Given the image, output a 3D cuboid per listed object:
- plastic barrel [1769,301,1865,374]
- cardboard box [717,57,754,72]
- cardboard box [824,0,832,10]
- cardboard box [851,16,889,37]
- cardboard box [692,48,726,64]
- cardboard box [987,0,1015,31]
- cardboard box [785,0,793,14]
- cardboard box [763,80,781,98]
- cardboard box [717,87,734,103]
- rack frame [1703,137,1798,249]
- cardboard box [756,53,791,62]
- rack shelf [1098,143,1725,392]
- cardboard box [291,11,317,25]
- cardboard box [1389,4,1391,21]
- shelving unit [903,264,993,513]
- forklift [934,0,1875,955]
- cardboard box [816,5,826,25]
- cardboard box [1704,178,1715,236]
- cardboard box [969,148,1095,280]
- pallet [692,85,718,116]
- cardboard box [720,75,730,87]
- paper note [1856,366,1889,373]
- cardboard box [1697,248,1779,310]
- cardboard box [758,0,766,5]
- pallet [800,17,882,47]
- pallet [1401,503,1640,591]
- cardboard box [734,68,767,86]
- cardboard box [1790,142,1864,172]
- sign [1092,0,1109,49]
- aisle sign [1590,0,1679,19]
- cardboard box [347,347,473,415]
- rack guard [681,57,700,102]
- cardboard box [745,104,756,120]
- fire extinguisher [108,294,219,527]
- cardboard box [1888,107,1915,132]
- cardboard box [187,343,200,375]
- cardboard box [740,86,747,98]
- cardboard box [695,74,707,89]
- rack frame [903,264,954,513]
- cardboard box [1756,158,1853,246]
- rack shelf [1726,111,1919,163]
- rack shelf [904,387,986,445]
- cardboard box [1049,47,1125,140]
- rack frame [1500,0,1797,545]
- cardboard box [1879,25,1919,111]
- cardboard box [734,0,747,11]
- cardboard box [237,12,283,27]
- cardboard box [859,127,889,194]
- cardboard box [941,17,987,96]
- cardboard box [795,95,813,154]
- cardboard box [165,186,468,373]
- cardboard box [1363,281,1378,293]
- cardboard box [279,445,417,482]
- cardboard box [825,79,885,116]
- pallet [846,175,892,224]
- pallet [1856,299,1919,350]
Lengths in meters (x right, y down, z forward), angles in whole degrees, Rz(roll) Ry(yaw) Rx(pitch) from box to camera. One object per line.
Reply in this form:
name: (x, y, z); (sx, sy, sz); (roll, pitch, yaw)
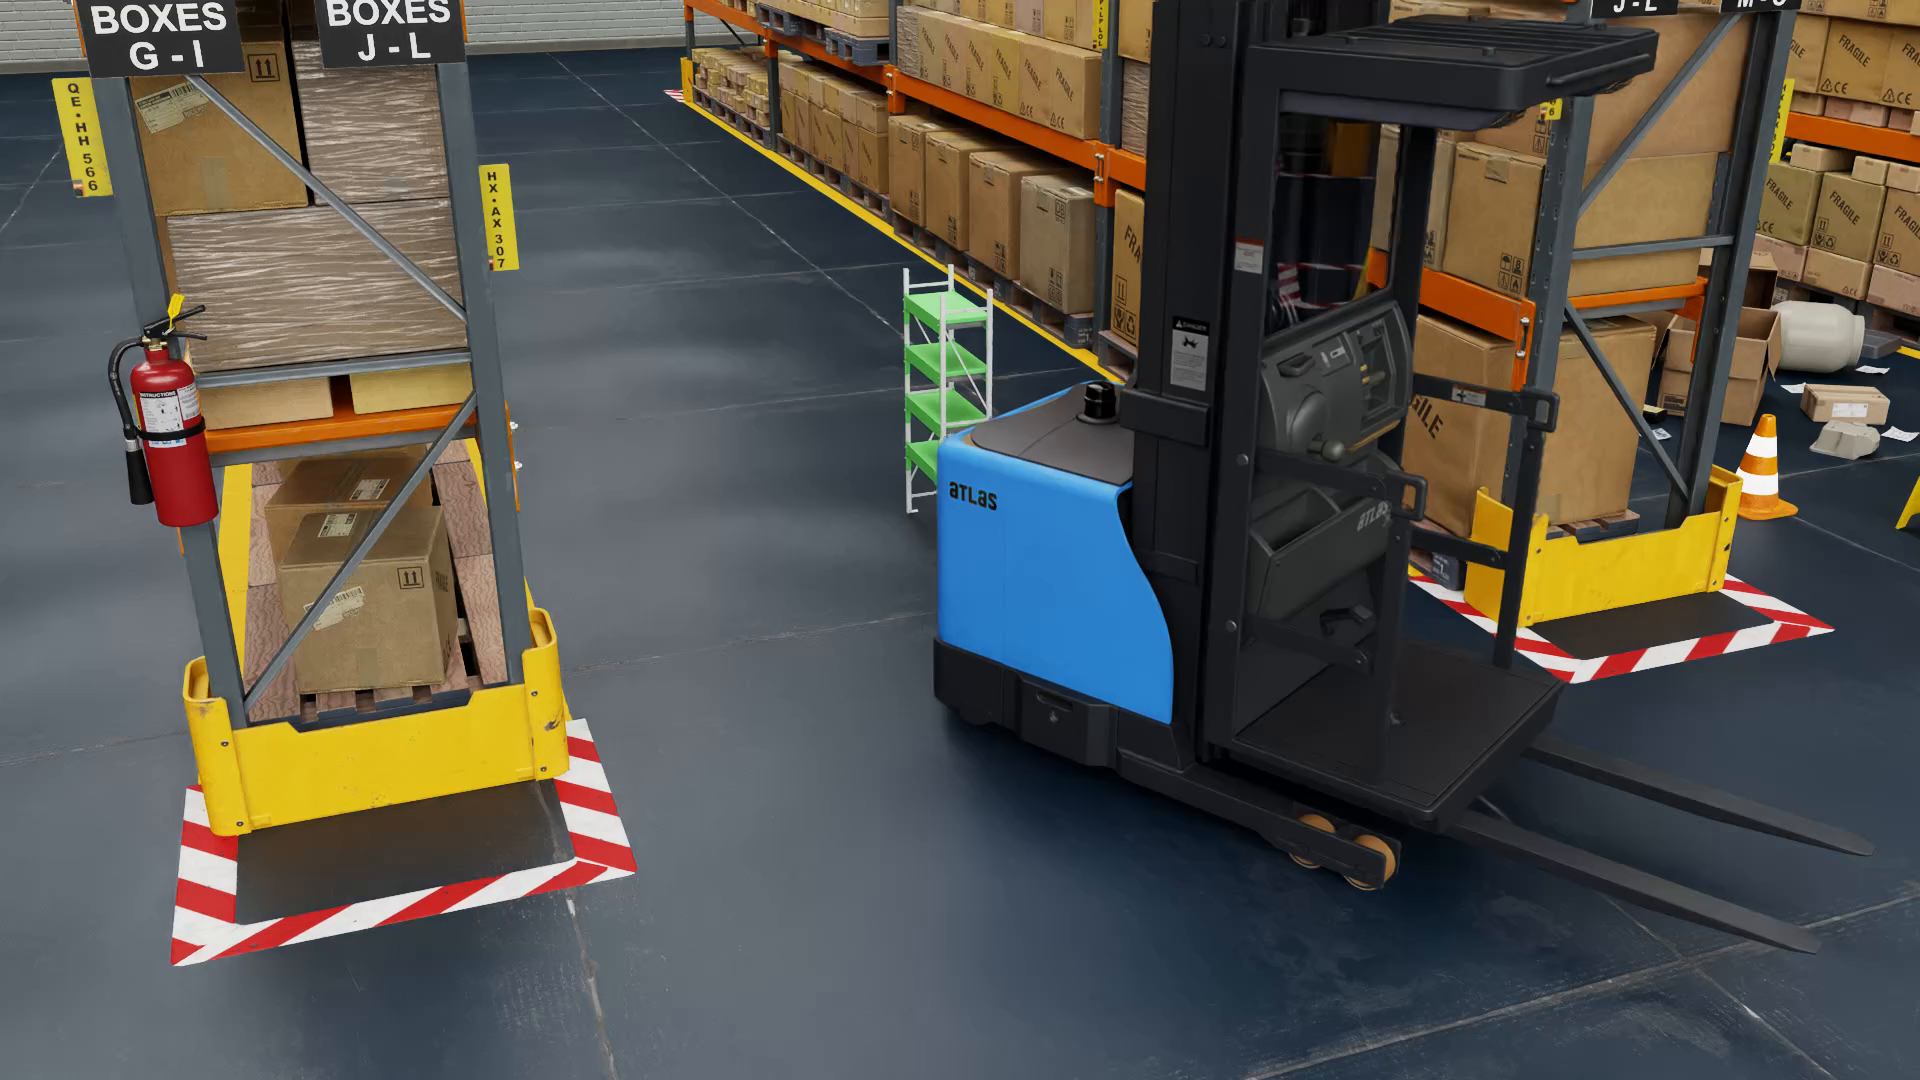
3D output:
plastic barrel: (5.190, -1.234, 10.134); (0.512, 0.421, 0.421); (8, 24, 18)
cardboard box: (-2.611, -5.520, 19.348); (0.380, 0.149, 0.250); (-7, 24, -17)
cardboard box: (-0.965, -4.685, 14.402); (0.380, 0.149, 0.250); (-8, 24, -19)
cardboard box: (-0.690, -4.264, 13.787); (0.380, 0.149, 0.250); (-8, 24, -18)
cardboard box: (-3.044, -5.893, 20.235); (0.380, 0.149, 0.250); (-10, 25, -21)
cardboard box: (0.608, -3.857, 11.622); (0.700, 0.500, 0.500); (-9, 24, -20)
cardboard box: (-1.424, -5.020, 15.580); (0.380, 0.149, 0.250); (-9, 25, -21)
cardboard box: (-1.868, -4.771, 17.571); (0.380, 0.149, 0.250); (-8, 24, -17)
cardboard box: (-2.589, -5.159, 19.258); (0.380, 0.149, 0.250); (-10, 25, -22)
rack frame: (5.923, -3.332, 11.794); (1.000, 3.000, 0.127); (-8, 24, -19)
cardboard box: (-2.210, -5.694, 19.762); (0.380, 0.149, 0.250); (-9, 25, -21)
rack shelf: (2.034, -1.558, 8.511); (1.077, 0.370, 4.000); (-8, 24, -19)
cardboard box: (-2.045, -1.583, 5.844); (0.500, 0.500, 0.500); (-8, 24, -19)
cardboard box: (2.295, -2.279, 7.712); (0.875, 0.550, 0.550); (-8, 24, -19)
shelving unit: (-0.058, -0.613, 7.660); (0.258, 1.200, 0.503); (-8, 24, -19)
forklift: (1.364, -0.495, 5.150); (3.031, 2.935, 1.130); (18, 29, 36)
cardboard box: (-1.048, -4.636, 14.670); (0.380, 0.149, 0.250); (-9, 25, -21)
cardboard box: (5.735, -2.505, 12.674); (0.950, 0.372, 0.625); (-8, 24, -18)
cardboard box: (0.687, -2.337, 11.789); (1.050, 0.750, 0.750); (-8, 24, -19)
pallet: (-2.631, -5.364, 20.204); (1.003, 0.211, 1.213); (-8, 24, -19)
cardboard box: (-2.582, -5.392, 19.428); (0.380, 0.149, 0.250); (-10, 25, -22)
paper note: (5.599, -1.049, 10.200); (0.142, 0.019, 0.148); (-18, 29, -37)
cardboard box: (5.028, -1.605, 10.912); (0.500, 0.500, 0.500); (8, 24, 18)
cardboard box: (-1.790, -5.395, 16.470); (0.380, 0.149, 0.250); (-10, 25, -22)
pallet: (-0.823, -4.695, 15.274); (1.003, 0.211, 1.213); (-8, 24, -19)
pallet: (2.385, -0.158, 7.852); (1.003, 0.211, 1.213); (-8, 24, -19)
cardboard box: (-2.290, -5.138, 18.443); (0.380, 0.149, 0.250); (-10, 25, -22)
cardboard box: (5.867, -2.598, 11.251); (0.380, 0.149, 0.250); (-8, 24, -18)
sign: (0.824, -3.035, 9.701); (0.100, 0.325, 0.005); (-8, 24, -19)
aisle sign: (2.485, -2.294, 5.983); (0.394, 0.787, 0.004); (-8, 24, -19)
cardboard box: (-1.813, -0.540, 5.492); (0.380, 0.149, 0.250); (-8, 24, -19)
rack guard: (-2.885, -5.797, 20.860); (1.175, 0.500, 0.348); (-8, 24, -19)
cardboard box: (-2.123, -4.692, 18.149); (0.380, 0.149, 0.250); (-9, 25, -21)
fire extinguisher: (-2.326, -0.379, 4.886); (0.296, 0.674, 0.183); (-8, 24, -19)
cardboard box: (6.172, -2.694, 10.603); (0.380, 0.149, 0.250); (-8, 24, -19)
cardboard box: (-2.453, -0.653, 5.761); (0.380, 0.149, 0.250); (-8, 24, -19)
cardboard box: (-2.231, -4.997, 18.490); (0.380, 0.149, 0.250); (-8, 24, -18)
cardboard box: (-3.026, -5.622, 20.357); (0.380, 0.149, 0.250); (-8, 24, -18)
rack frame: (-0.145, -0.702, 7.870); (0.240, 1.200, 0.015); (-8, 24, -19)
cardboard box: (5.879, -2.353, 11.504); (0.500, 0.500, 0.500); (-7, 24, -16)
rack shelf: (6.629, -2.274, 10.209); (1.077, 0.370, 4.000); (-8, 24, -19)
rack shelf: (-0.058, -0.554, 7.684); (0.258, 0.148, 0.480); (-8, 24, -19)
cardboard box: (0.893, -2.815, 10.439); (0.500, 0.500, 0.500); (-8, 24, -19)
rack frame: (2.741, -1.163, 6.647); (1.000, 3.000, 0.127); (-8, 24, -19)
cardboard box: (6.182, -2.954, 10.384); (0.500, 0.500, 0.500); (-9, 24, -19)
cardboard box: (-2.242, -5.855, 18.102); (0.380, 0.149, 0.250); (-9, 25, -21)
cardboard box: (-2.543, -1.510, 5.671); (0.500, 0.500, 0.500); (-8, 24, -19)
cardboard box: (-0.562, -3.315, 14.430); (0.500, 0.500, 0.500); (-8, 24, -19)
cardboard box: (0.181, -3.548, 12.177); (0.500, 0.500, 0.500); (-8, 24, -19)
cardboard box: (-1.297, -4.068, 16.217); (0.500, 0.500, 0.500); (-7, 24, -17)
cardboard box: (-2.104, -0.906, 5.525); (0.875, 0.500, 0.500); (-8, 24, -19)
cardboard box: (2.127, -0.934, 8.299); (0.875, 0.875, 0.875); (-9, 24, -20)
cardboard box: (-2.587, -0.232, 7.117); (0.500, 0.500, 0.500); (-6, 24, -14)
cardboard box: (-0.926, -4.038, 15.181); (0.500, 0.250, 0.500); (-8, 24, -18)
pallet: (-0.360, -3.069, 14.759); (1.003, 0.211, 1.213); (-8, 24, -19)
pallet: (6.628, -1.364, 10.715); (1.003, 0.211, 1.213); (-8, 24, -19)
